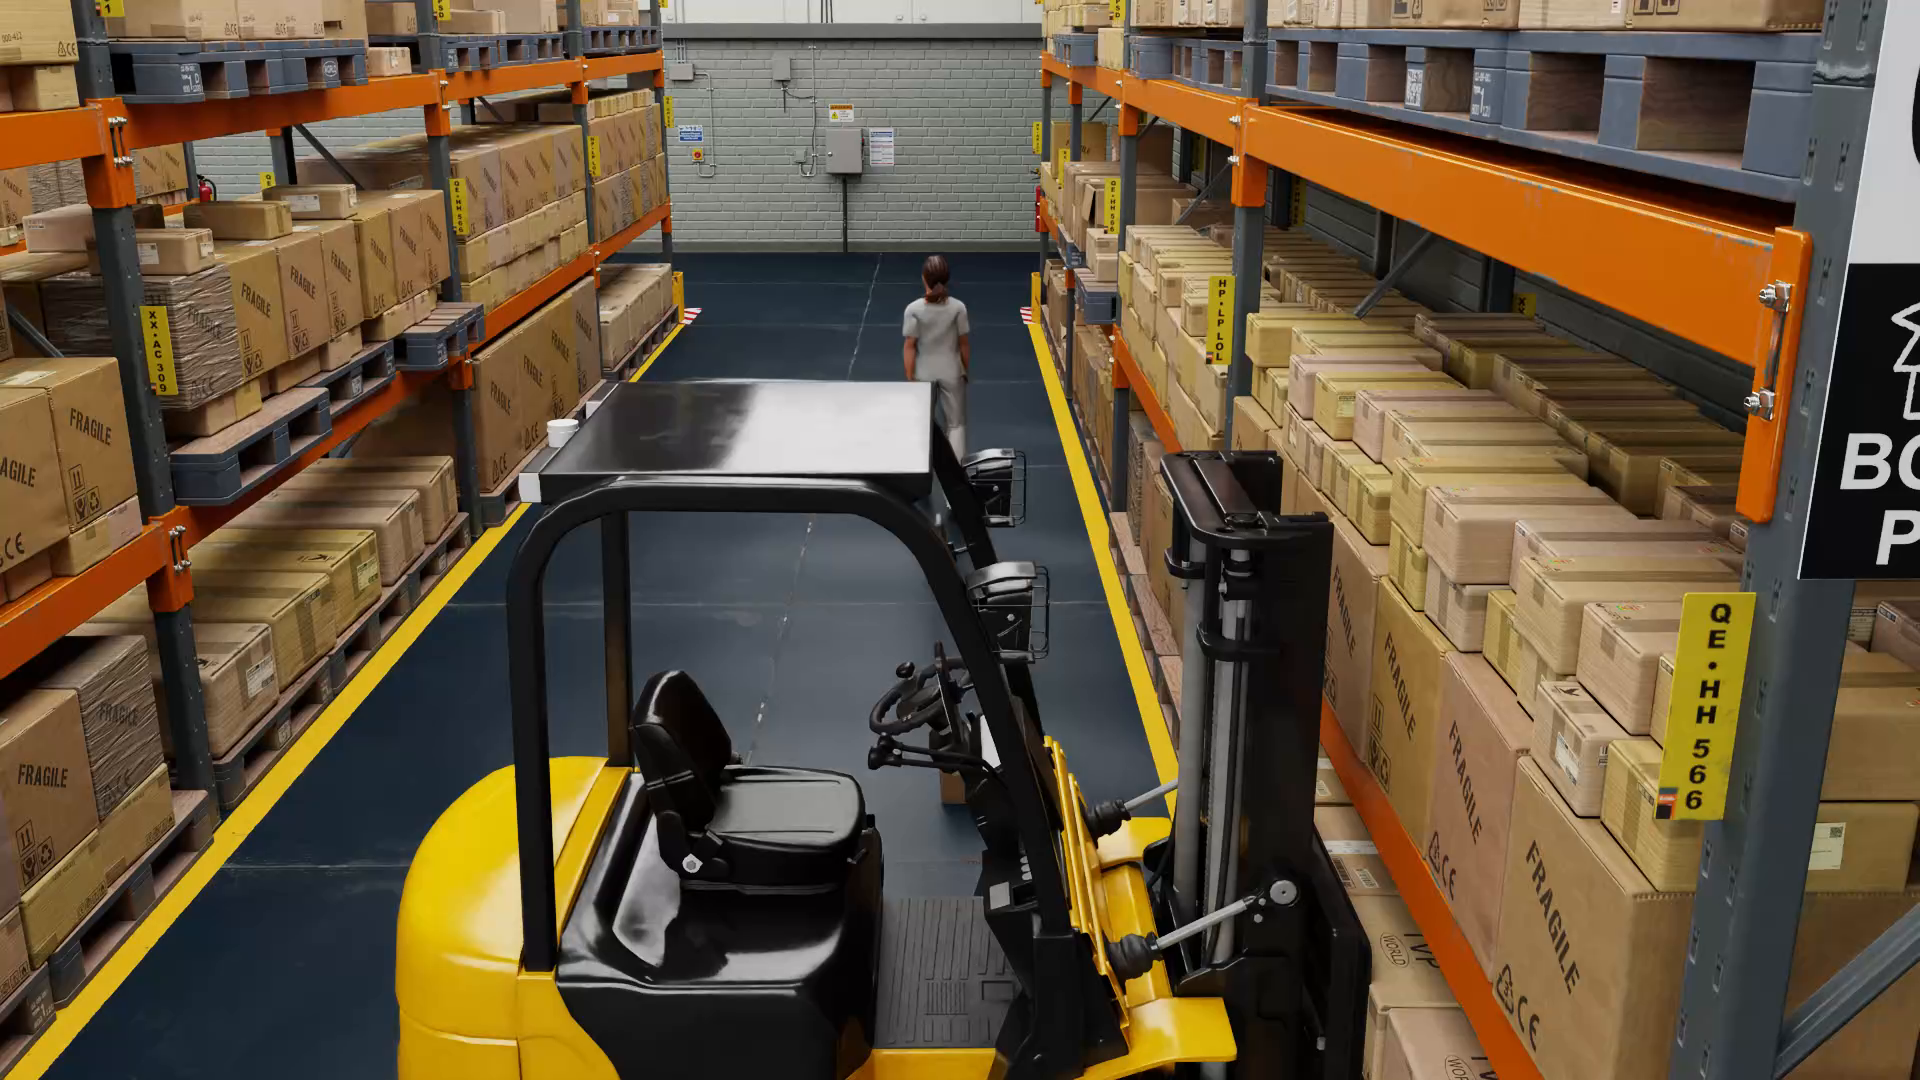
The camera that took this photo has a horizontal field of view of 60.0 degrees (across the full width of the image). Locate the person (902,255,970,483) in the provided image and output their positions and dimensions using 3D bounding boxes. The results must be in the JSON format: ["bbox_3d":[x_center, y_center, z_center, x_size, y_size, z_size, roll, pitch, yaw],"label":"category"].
[{"bbox_3d":[-0.154,-1.069,10.999,0.440,1.635,0.864,0,17,0],"label":"person"}]
